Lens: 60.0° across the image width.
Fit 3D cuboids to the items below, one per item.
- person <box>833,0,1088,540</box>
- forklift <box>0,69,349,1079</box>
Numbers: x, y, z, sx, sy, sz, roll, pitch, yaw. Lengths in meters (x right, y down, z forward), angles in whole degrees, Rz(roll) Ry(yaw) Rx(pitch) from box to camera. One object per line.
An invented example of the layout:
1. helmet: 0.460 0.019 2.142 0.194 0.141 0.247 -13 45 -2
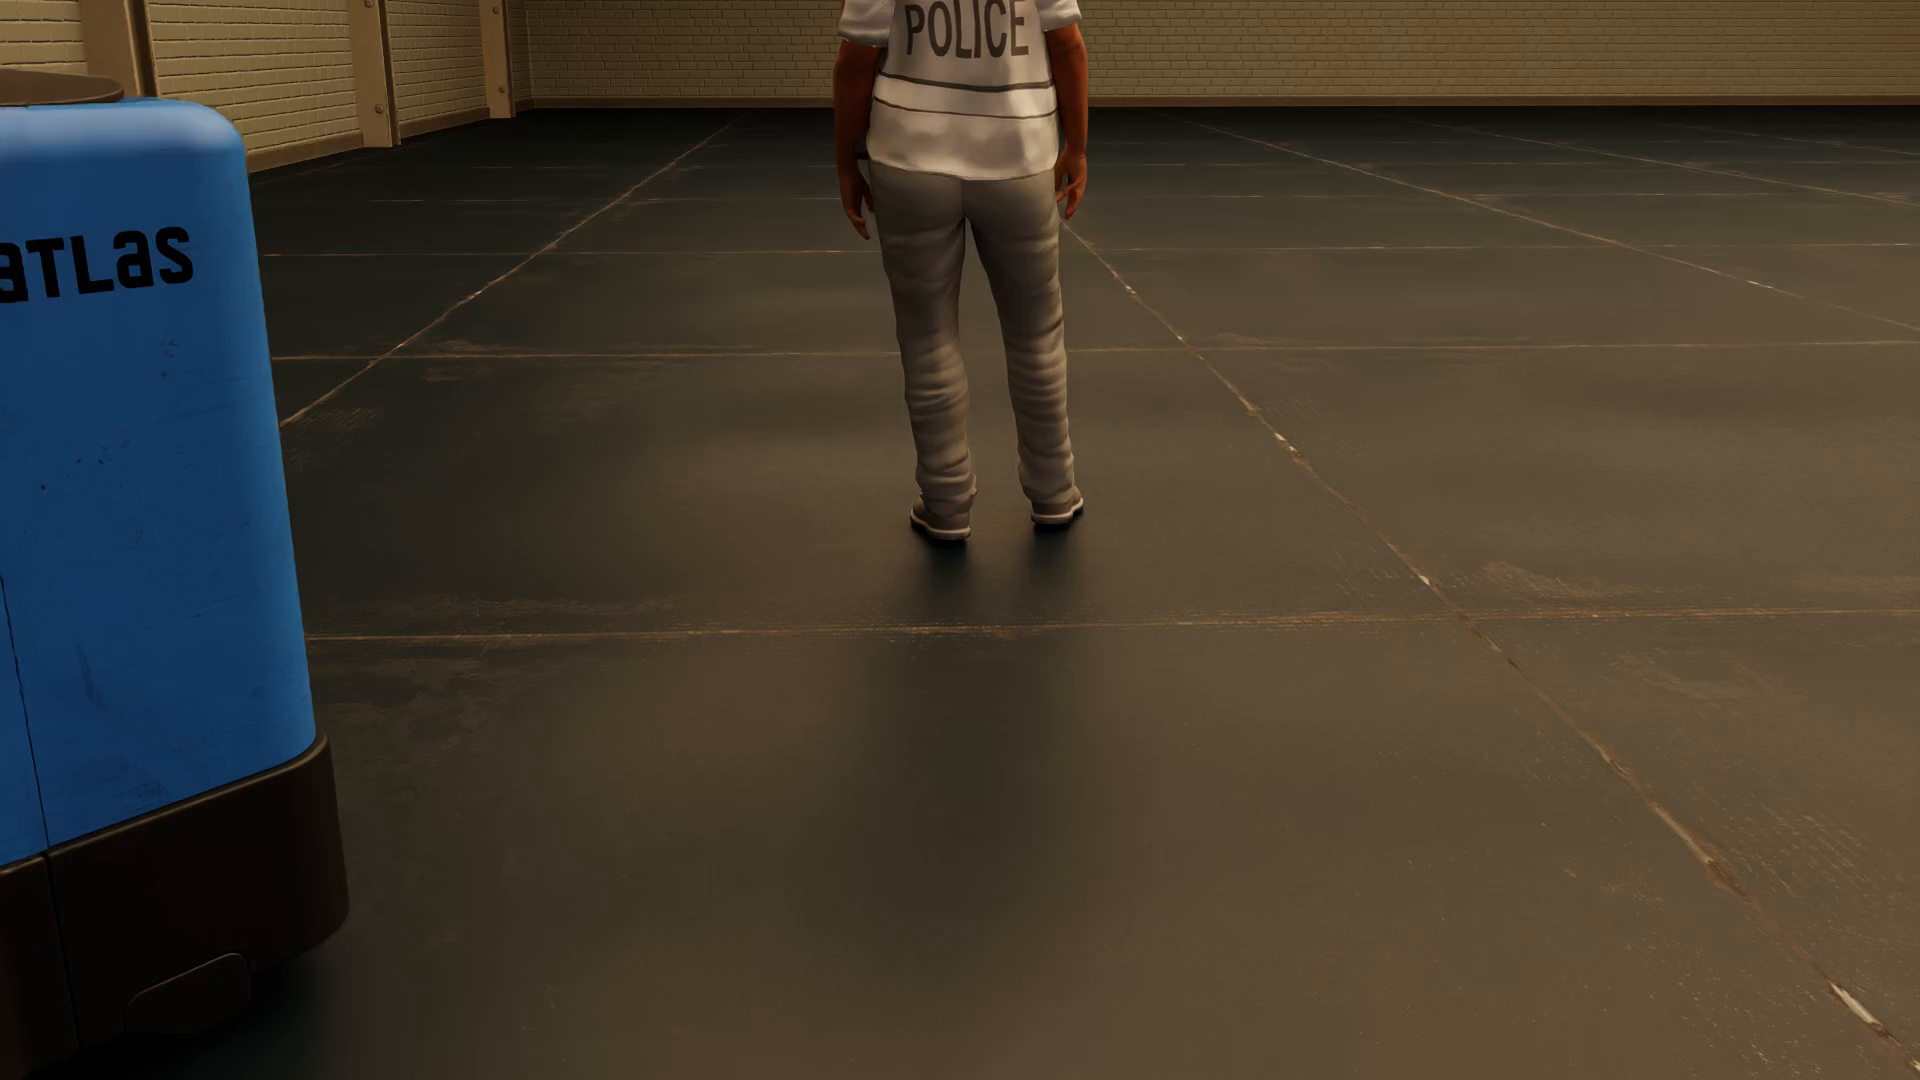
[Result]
1. person: 0.019 -0.827 3.746 0.597 1.670 0.529 -1 17 -3
2. forklift: -2.080 -0.602 0.875 1.130 2.935 3.031 13 21 36
